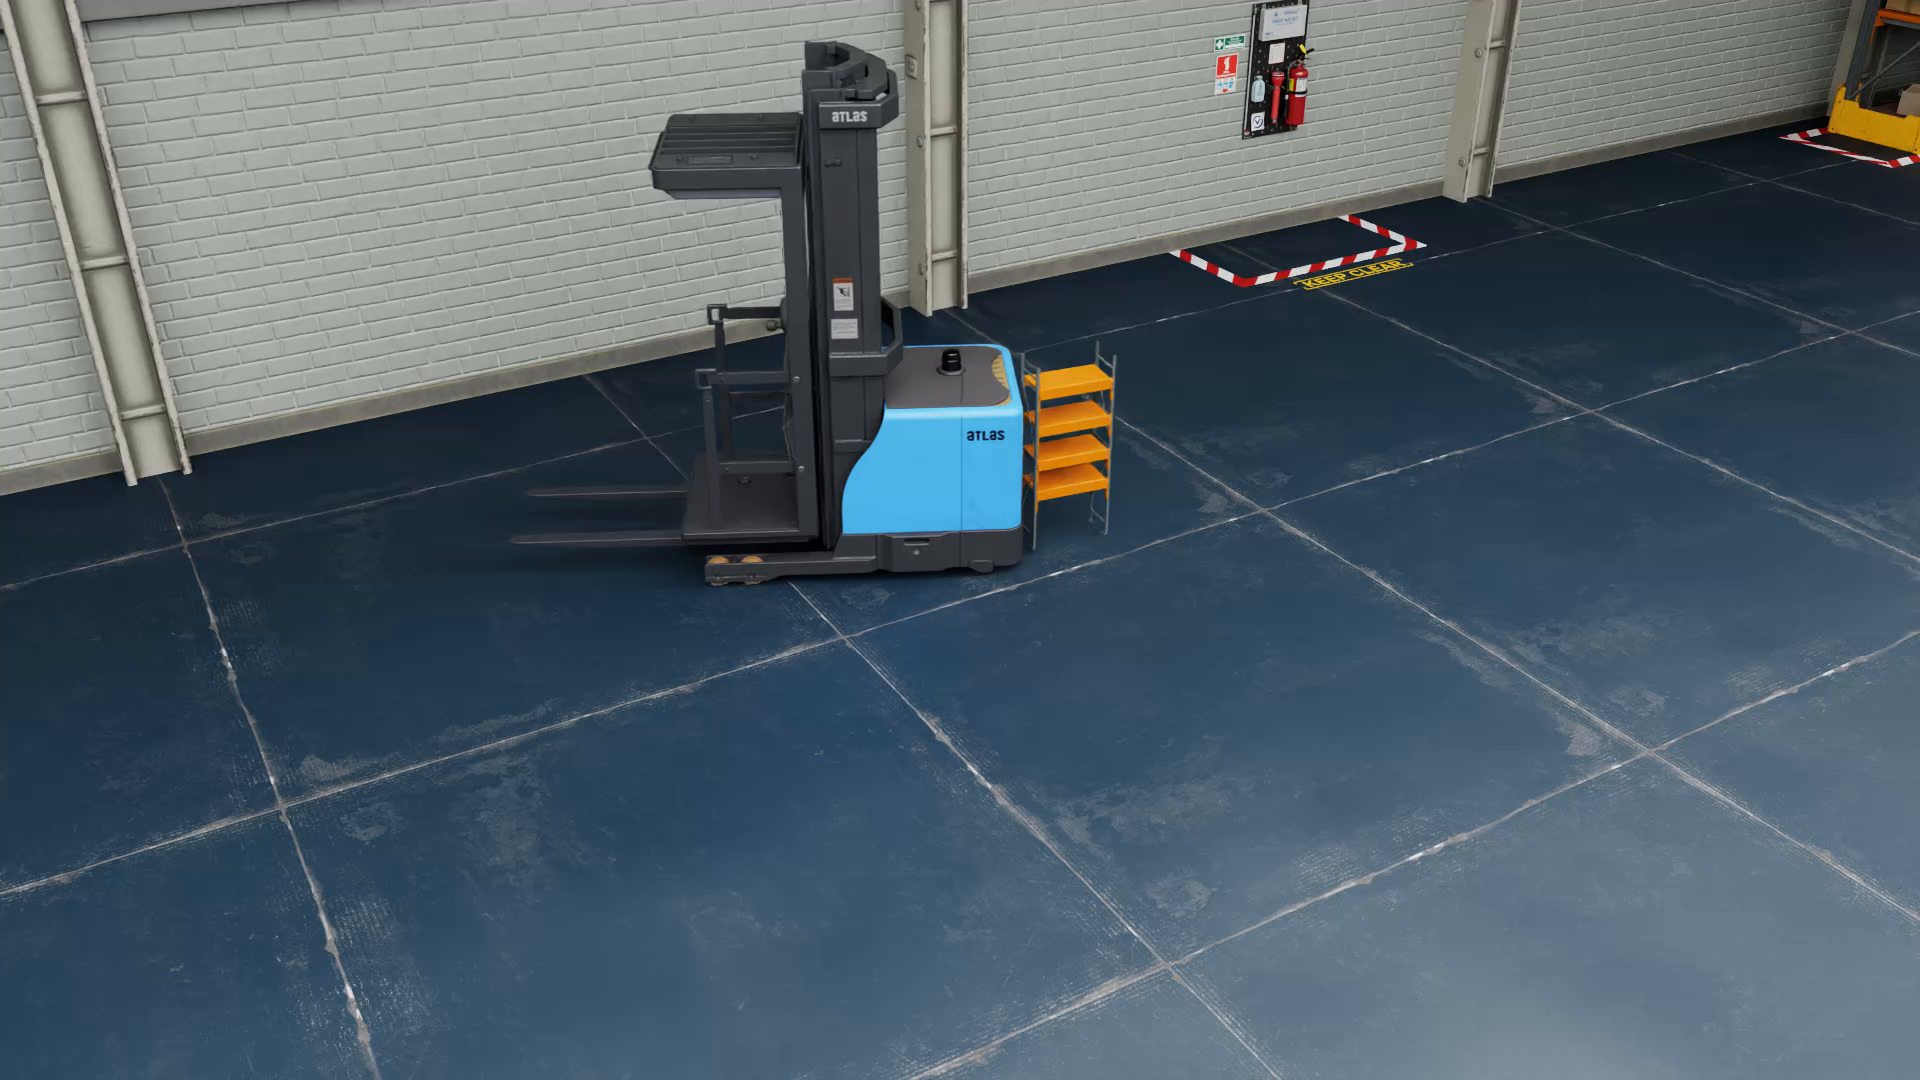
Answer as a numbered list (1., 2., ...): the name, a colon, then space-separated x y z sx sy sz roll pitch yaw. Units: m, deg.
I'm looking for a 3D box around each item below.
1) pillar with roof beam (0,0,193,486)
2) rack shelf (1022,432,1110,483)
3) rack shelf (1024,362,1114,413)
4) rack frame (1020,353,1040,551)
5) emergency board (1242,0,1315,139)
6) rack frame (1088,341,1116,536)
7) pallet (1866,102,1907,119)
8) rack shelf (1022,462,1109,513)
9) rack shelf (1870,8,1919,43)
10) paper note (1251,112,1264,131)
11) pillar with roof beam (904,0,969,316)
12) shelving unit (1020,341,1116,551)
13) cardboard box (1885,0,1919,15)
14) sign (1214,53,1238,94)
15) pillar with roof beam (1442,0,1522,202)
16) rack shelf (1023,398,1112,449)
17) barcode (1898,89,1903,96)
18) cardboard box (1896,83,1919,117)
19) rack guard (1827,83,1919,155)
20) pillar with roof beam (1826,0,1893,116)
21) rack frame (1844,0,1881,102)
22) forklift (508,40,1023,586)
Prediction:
1. pillar with roof beam: -3.172 -2.611 5.668 0.400 9.000 9.100 -16 33 -26
2. rack shelf: 0.635 -0.501 10.056 0.480 0.148 0.258 -11 31 -19
3. rack shelf: 0.635 -0.904 9.834 0.480 0.148 0.258 -11 31 -19
4. rack frame: 0.409 -0.516 9.943 0.015 1.200 0.240 -11 31 -19
5. emergency board: 2.843 -4.126 14.623 0.643 1.169 0.194 -16 33 -26
6. rack frame: 0.861 -0.605 10.104 0.015 1.200 0.240 -11 31 -19
7. pallet: 10.784 -4.634 18.429 1.213 0.211 1.003 -16 33 -26
8. rack shelf: 0.635 -0.327 10.152 0.480 0.148 0.258 -11 31 -19
9. rack shelf: 11.725 -5.827 18.449 4.000 0.370 1.077 -16 33 -26
10. paper note: 2.655 -3.726 14.809 0.142 0.148 0.016 -16 33 -26
11. pillar with roof beam: 2.001 -4.080 8.329 0.400 9.000 9.100 -16 33 -26
12. shelving unit: 0.635 -0.560 10.023 0.503 1.200 0.258 -11 31 -19
13. cardboard box: 10.305 -5.791 17.773 0.500 0.250 0.500 -15 32 -26
14. sign: 2.314 -4.050 14.447 0.234 0.329 0.001 -16 33 -26
15. pillar with roof beam: 7.174 -5.549 10.991 0.400 9.000 9.100 -16 33 -26
16. rack shelf: 0.635 -0.697 9.948 0.480 0.148 0.258 -11 31 -19
17. barcode: 10.455 -4.975 18.478 0.075 0.075 0.001 -16 33 -26
18. cardboard box: 10.642 -4.800 18.170 0.500 0.311 0.500 -20 35 -32
19. rack guard: 10.066 -4.577 18.025 0.348 0.500 1.175 -16 33 -26
20. pillar with roof beam: 12.347 -7.017 13.652 0.400 9.000 9.100 -16 33 -26
21. rack frame: 10.000 -5.652 17.388 0.127 3.000 1.000 -16 33 -26
22. forklift: -1.165 -1.279 9.535 3.031 2.935 1.130 -2 29 -3
